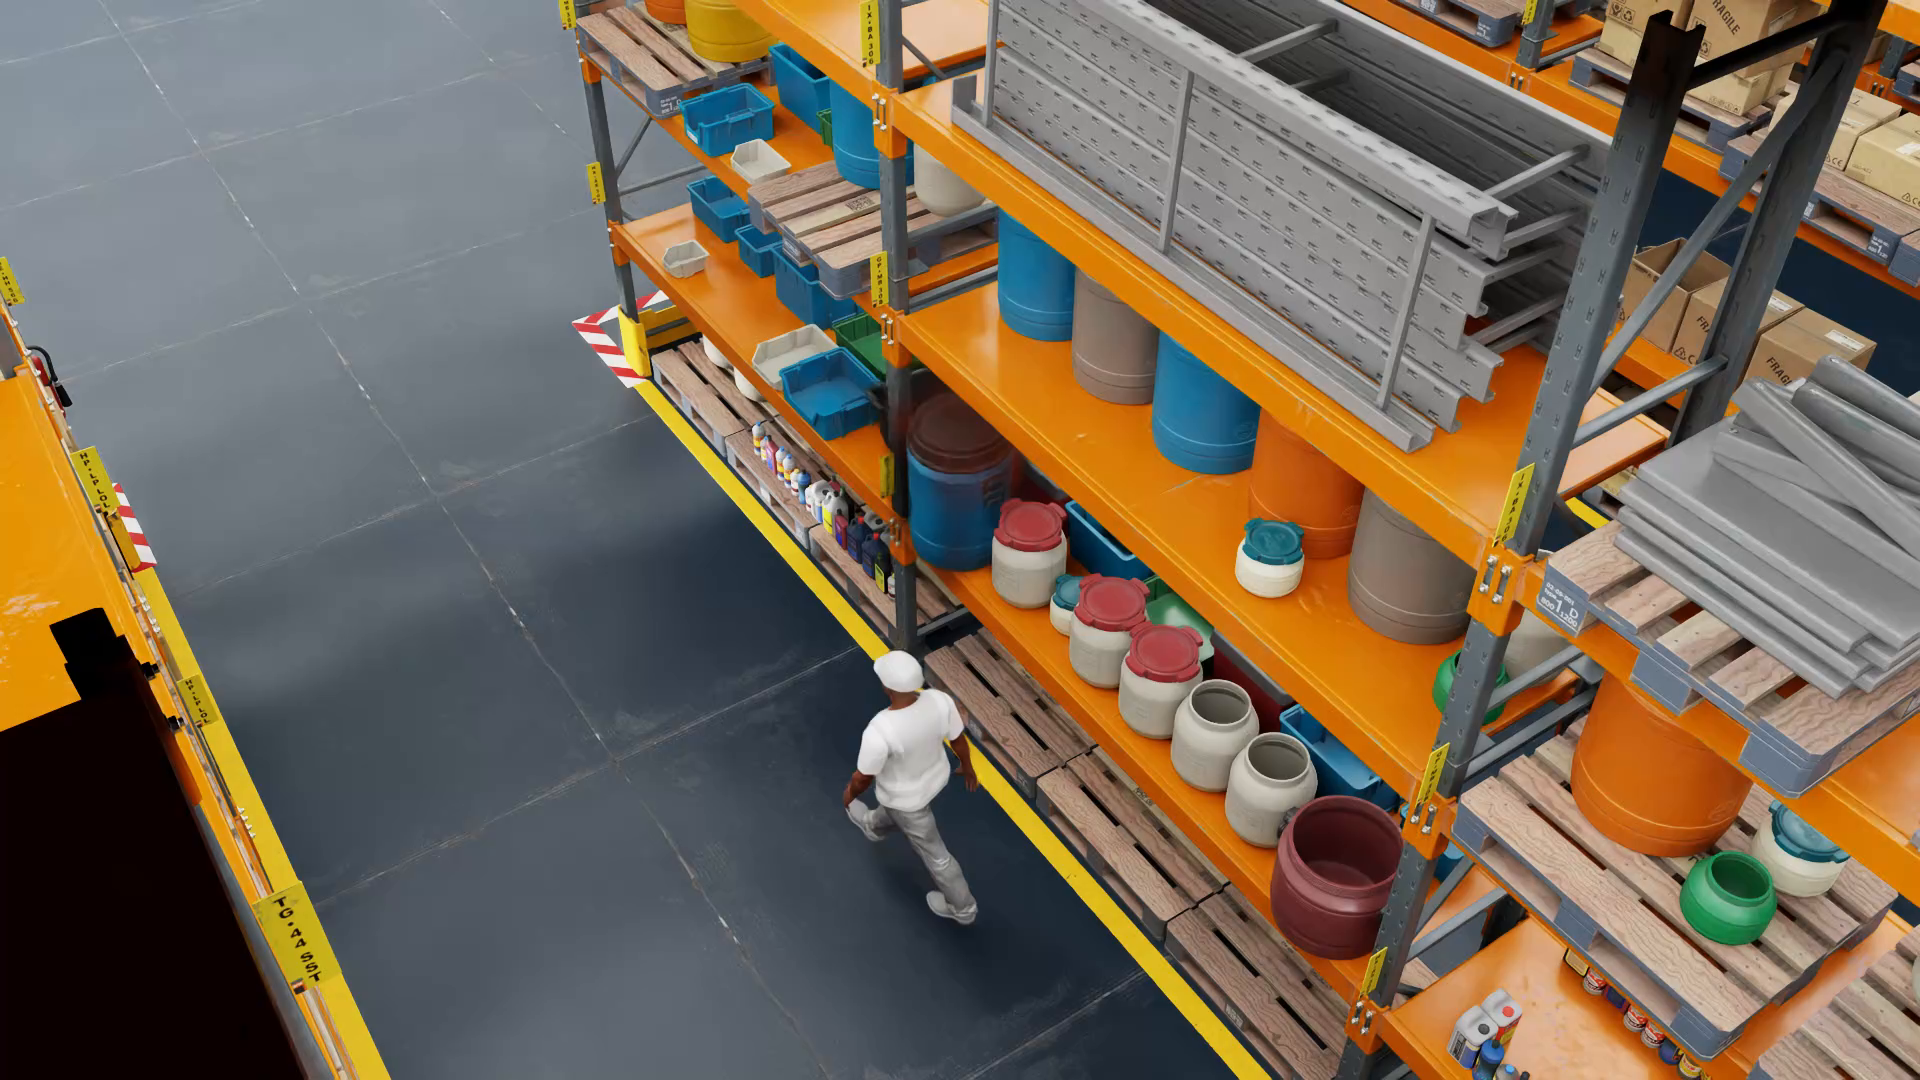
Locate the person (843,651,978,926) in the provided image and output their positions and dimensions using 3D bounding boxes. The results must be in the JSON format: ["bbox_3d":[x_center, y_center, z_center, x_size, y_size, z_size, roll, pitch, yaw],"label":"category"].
[{"bbox_3d":[-0.311,1.231,8.733,1.071,1.705,0.599,28,49,27],"label":"person"}]
